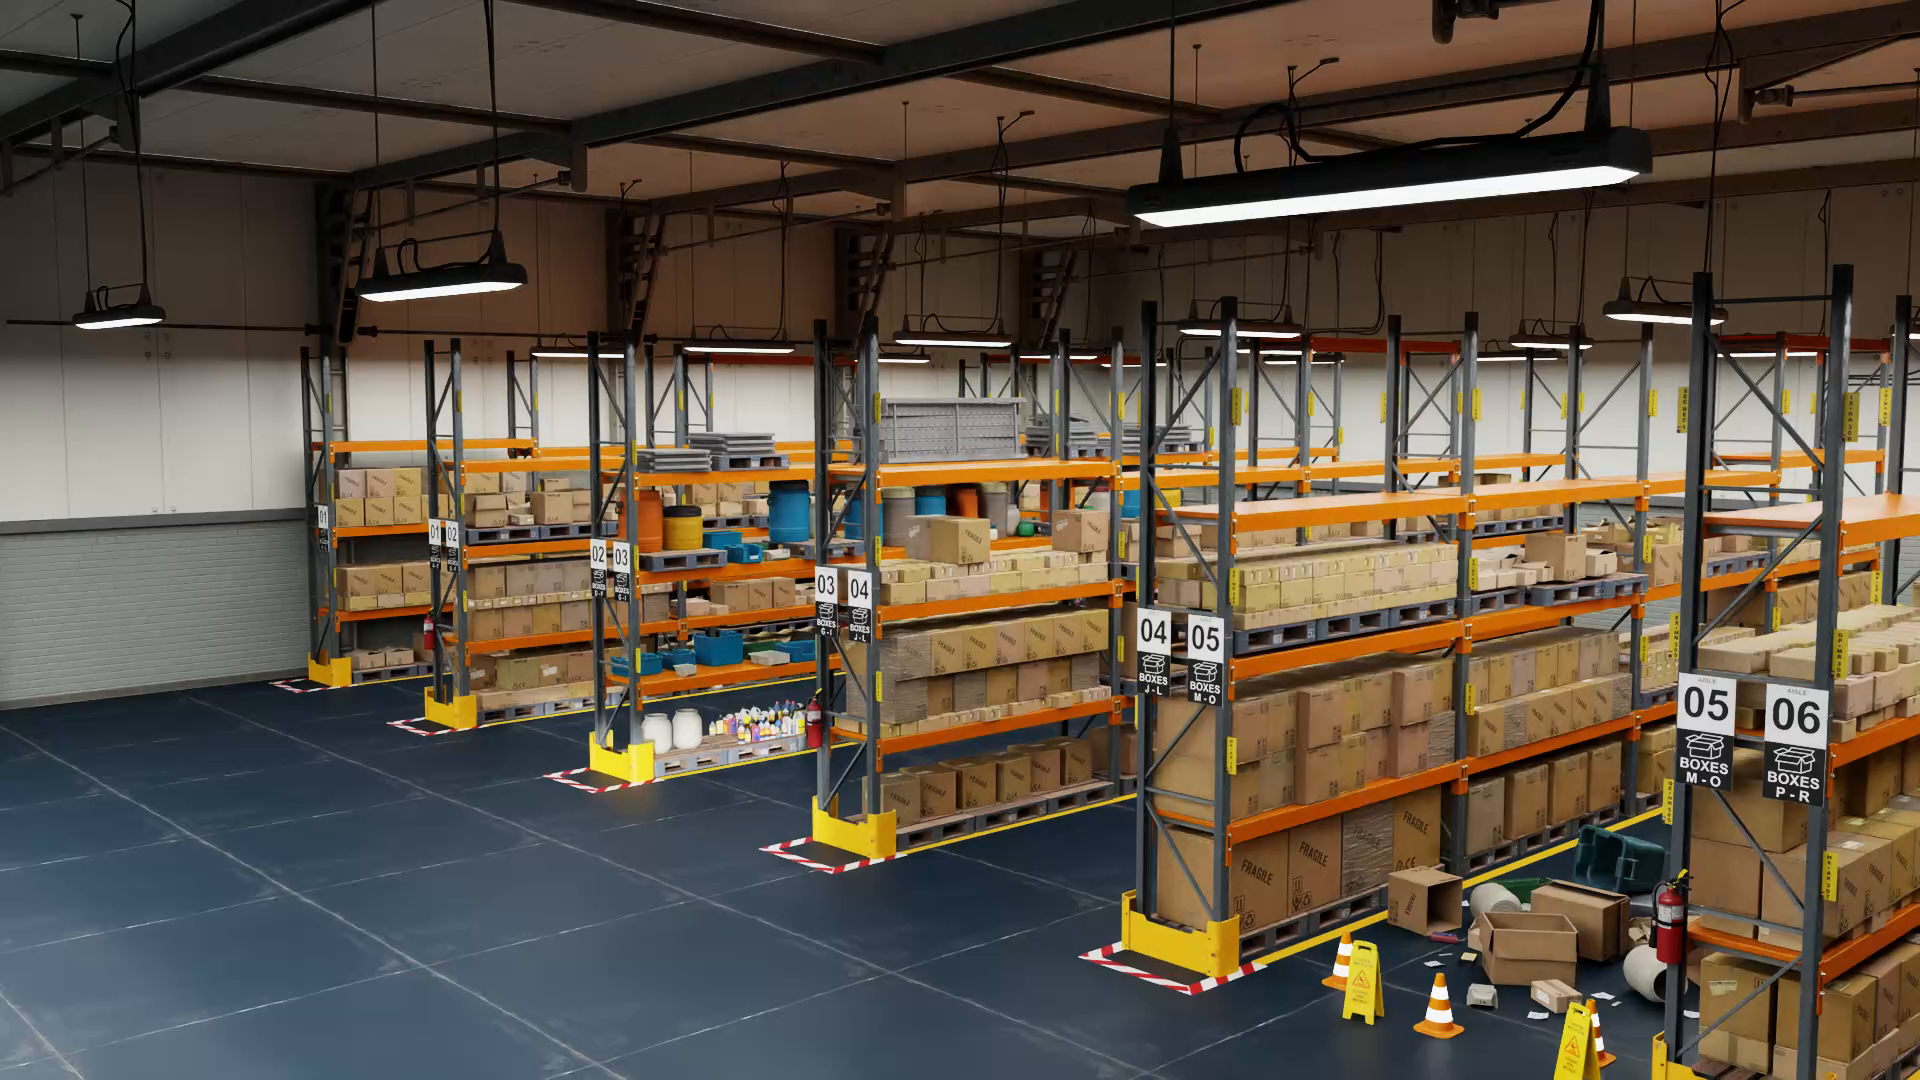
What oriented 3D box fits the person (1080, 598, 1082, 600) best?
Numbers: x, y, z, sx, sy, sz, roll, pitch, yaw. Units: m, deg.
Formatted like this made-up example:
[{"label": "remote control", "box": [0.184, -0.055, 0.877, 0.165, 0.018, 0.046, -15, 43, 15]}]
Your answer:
[{"label": "person", "box": [2.998, 0.701, 40.463, 0.607, 1.778, 0.534, -4, 6, -39]}]
